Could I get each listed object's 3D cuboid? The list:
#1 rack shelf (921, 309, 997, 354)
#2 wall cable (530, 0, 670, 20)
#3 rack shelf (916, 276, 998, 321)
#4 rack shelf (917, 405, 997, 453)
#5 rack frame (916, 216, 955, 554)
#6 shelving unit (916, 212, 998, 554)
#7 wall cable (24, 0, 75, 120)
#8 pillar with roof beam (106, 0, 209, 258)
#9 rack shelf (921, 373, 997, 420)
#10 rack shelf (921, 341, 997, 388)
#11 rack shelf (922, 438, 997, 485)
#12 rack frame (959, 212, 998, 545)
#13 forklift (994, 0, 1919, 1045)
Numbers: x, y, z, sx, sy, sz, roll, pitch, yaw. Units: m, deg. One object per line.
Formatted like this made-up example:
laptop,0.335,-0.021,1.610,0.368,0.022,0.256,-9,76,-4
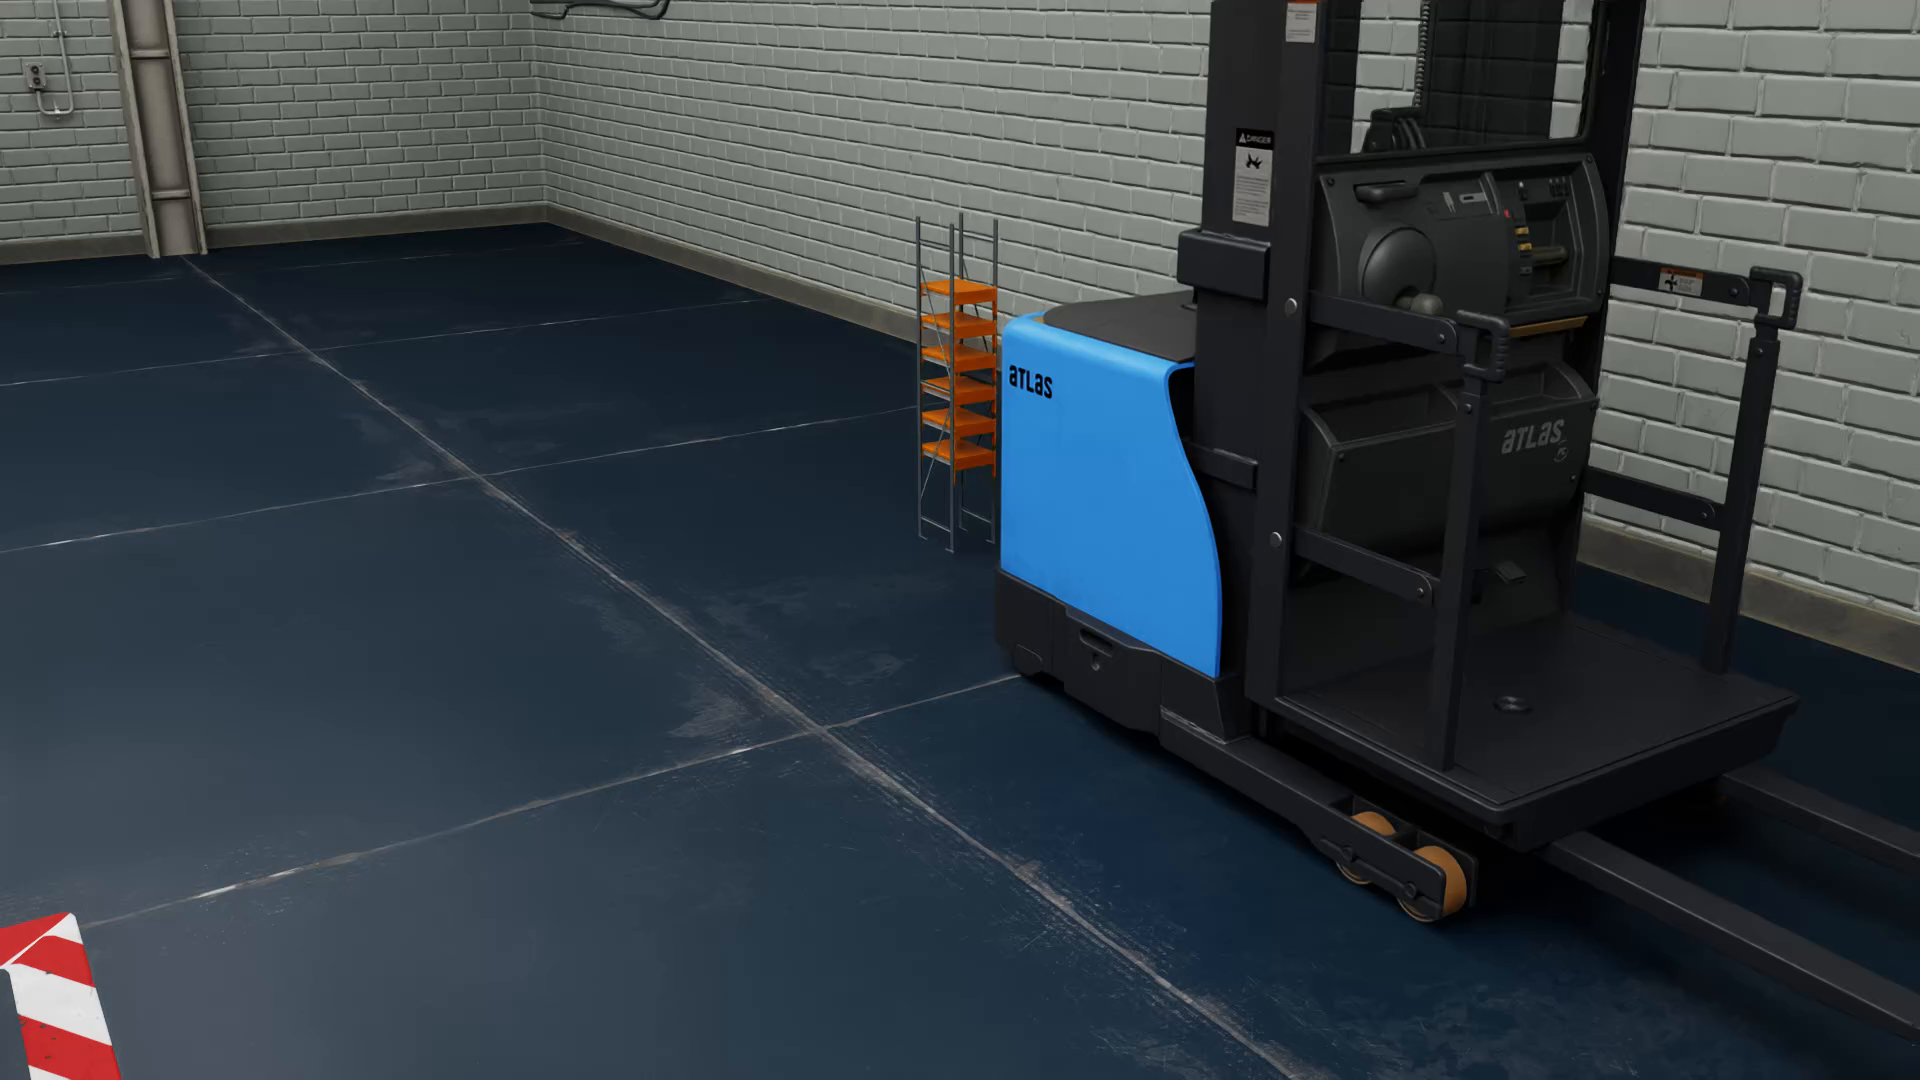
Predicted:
rack shelf,-0.012,-0.751,5.982,0.180,0.103,0.258,-12,22,-31
wall cable,-2.851,-5.178,12.360,0.112,2.526,3.097,-12,22,-31
rack shelf,-0.012,-0.865,5.944,0.180,0.103,0.258,-12,22,-31
rack shelf,-0.012,-0.410,6.098,0.180,0.103,0.258,-12,22,-31
rack frame,-0.088,-0.550,5.997,0.006,1.200,0.240,-12,22,-31
shelving unit,-0.012,-0.566,6.045,0.189,1.200,0.258,-12,22,-31
wall cable,-7.222,-3.867,11.412,1.851,1.984,0.084,-12,22,-31
pillar with roof beam,-3.624,-5.304,7.884,0.400,9.000,9.100,-12,22,-31
rack shelf,-0.012,-0.524,6.059,0.180,0.103,0.258,-12,22,-31
rack shelf,-0.012,-0.637,6.021,0.180,0.103,0.258,-12,22,-31
rack shelf,-0.012,-0.296,6.136,0.180,0.103,0.258,-12,22,-31
rack frame,0.064,-0.582,6.093,0.006,1.200,0.240,-12,22,-31
forklift,1.321,-0.706,3.757,1.130,2.935,3.031,-12,22,-31
